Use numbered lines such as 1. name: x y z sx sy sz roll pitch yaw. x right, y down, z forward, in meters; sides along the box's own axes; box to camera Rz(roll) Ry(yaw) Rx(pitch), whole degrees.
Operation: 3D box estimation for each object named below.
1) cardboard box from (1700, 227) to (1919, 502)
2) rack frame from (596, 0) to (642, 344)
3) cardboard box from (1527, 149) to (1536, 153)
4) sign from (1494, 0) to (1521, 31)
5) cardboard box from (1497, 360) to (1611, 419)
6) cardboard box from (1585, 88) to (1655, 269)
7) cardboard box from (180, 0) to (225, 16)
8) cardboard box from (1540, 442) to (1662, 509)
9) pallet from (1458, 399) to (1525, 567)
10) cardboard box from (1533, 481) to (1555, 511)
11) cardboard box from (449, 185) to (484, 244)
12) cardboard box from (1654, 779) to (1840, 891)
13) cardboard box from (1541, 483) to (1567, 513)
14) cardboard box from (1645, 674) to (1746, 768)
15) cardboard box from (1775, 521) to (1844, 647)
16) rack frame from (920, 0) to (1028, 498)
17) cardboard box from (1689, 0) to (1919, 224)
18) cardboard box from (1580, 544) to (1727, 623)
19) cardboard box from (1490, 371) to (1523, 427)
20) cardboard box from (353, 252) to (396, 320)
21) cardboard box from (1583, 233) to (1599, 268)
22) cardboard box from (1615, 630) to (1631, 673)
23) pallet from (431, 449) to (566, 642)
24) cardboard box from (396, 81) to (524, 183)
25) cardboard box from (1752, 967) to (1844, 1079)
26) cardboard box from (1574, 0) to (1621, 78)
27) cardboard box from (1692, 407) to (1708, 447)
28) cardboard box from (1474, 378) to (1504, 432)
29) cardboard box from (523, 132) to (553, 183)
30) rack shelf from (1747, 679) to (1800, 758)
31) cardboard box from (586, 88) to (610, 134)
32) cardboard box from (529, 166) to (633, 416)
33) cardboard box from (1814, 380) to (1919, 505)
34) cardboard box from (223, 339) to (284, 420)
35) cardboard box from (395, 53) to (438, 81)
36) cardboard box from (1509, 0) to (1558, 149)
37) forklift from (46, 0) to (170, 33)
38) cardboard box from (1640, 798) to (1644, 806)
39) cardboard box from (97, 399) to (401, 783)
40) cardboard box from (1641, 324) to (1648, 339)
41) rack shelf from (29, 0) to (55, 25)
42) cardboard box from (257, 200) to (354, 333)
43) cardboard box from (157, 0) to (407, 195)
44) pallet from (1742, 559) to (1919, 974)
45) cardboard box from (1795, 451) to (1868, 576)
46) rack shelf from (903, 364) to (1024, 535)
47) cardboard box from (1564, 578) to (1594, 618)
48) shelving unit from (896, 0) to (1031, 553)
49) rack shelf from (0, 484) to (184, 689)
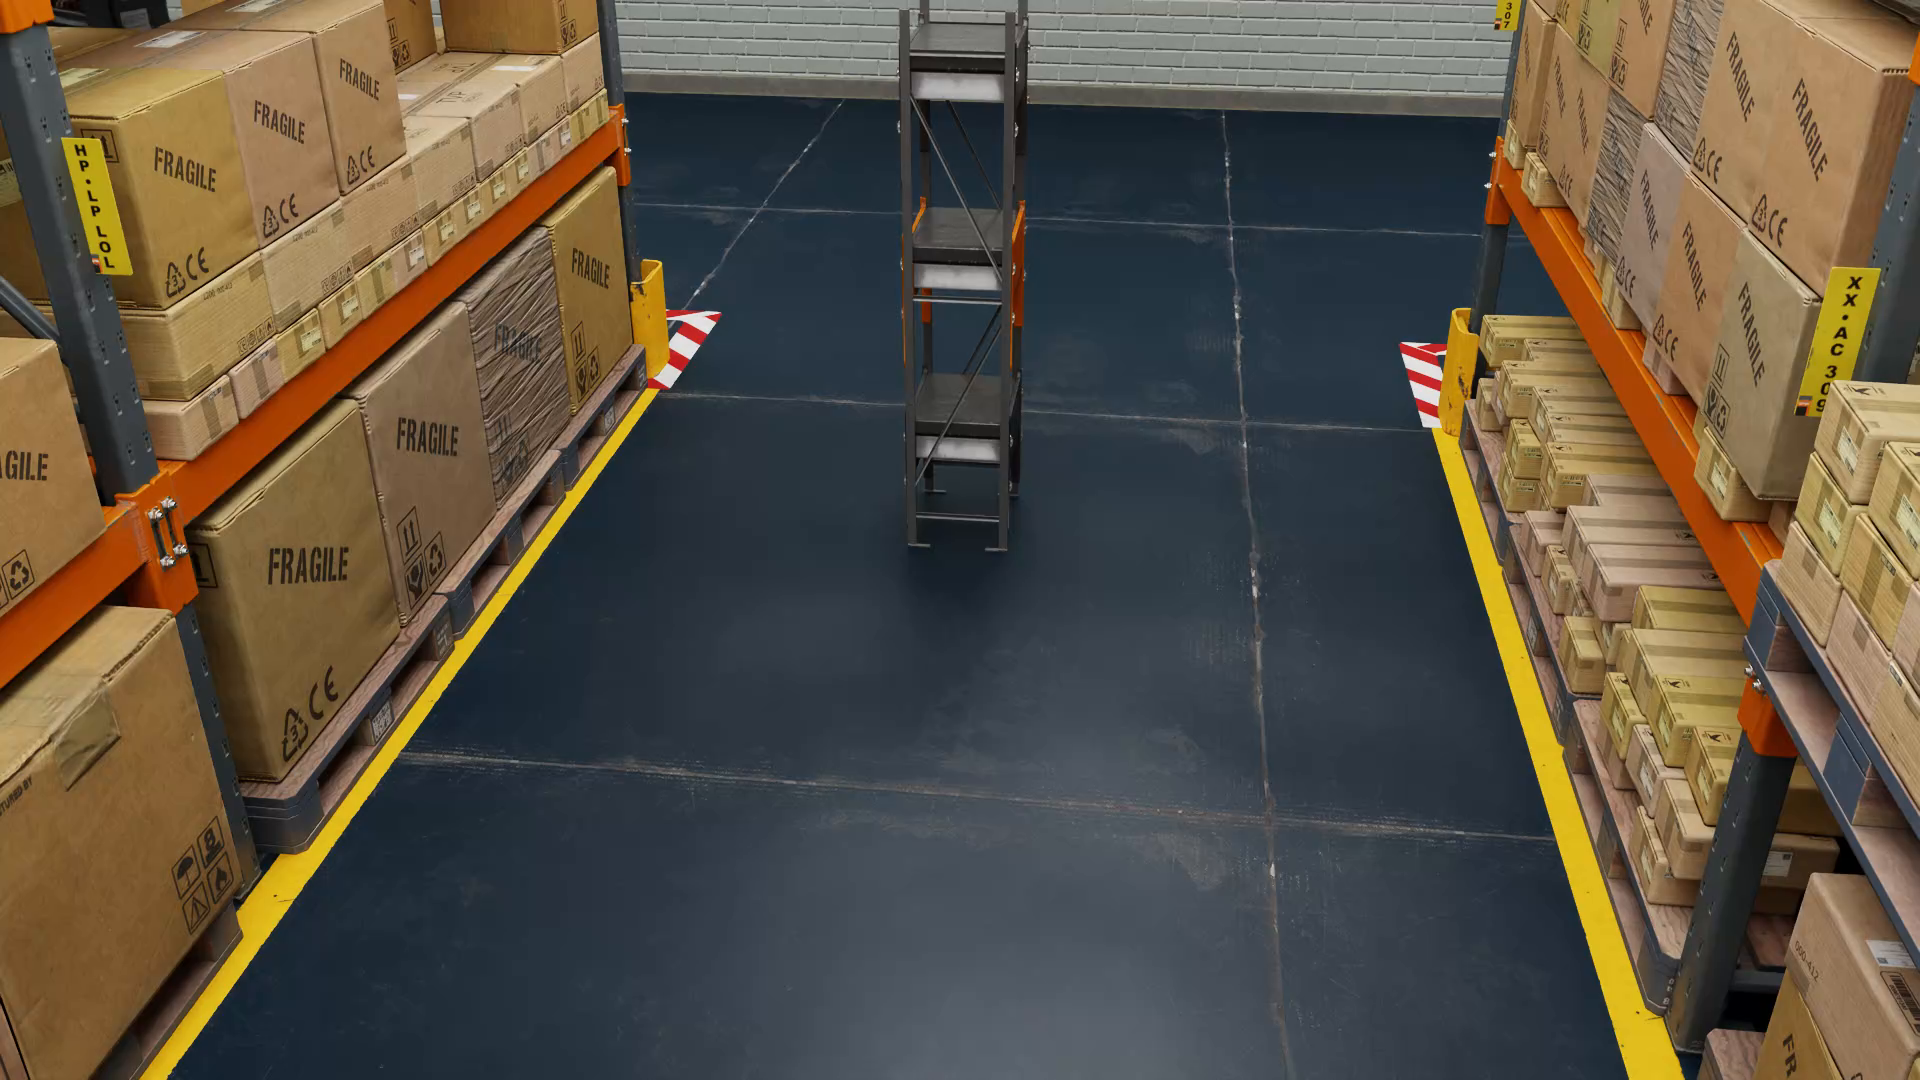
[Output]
1. cardboard box: 2.127 -0.414 3.936 0.500 0.500 0.500 3 28 6
2. rack frame: -2.072 -2.213 7.696 1.000 3.000 0.127 3 28 6
3. cardboard box: 2.483 -1.511 6.657 0.380 0.149 0.250 4 29 8
4. sign: 2.299 -2.290 6.925 0.100 0.325 0.005 3 28 6
5. cardboard box: 2.364 -0.594 6.626 0.380 0.149 0.250 3 28 6
6. cardboard box: 2.339 -1.134 5.273 0.500 0.500 0.500 3 28 5
7. cardboard box: -2.518 -1.919 6.202 0.500 0.500 0.500 3 28 5
8. cardboard box: 2.295 -0.222 5.935 0.380 0.149 0.250 4 29 7
9. pallet: 2.694 -0.234 6.961 1.003 0.211 1.213 3 28 6
10. cardboard box: 2.405 -0.094 6.326 0.380 0.149 0.250 3 29 6
11. cardboard box: -1.977 -1.196 6.073 0.380 0.149 0.250 4 29 7
12. cardboard box: 2.071 0.778 4.393 0.380 0.149 0.250 4 29 7
13. cardboard box: 2.410 -0.216 6.237 0.380 0.149 0.250 2 28 4
14. cardboard box: 2.125 0.509 4.579 0.380 0.149 0.250 4 29 7
15. cardboard box: 1.843 0.090 3.243 0.380 0.149 0.250 2 28 4
16. rack frame: 0.050 -1.117 6.610 0.400 2.100 0.015 3 28 6
17. cardboard box: 2.195 -1.090 4.138 0.500 0.500 0.500 2 28 5
18. cardboard box: 2.199 0.140 5.262 0.380 0.149 0.250 2 28 4
19. cardboard box: 2.429 -0.581 6.915 0.380 0.149 0.250 3 28 6
20. cardboard box: -2.071 -0.832 5.396 0.380 0.149 0.250 3 28 5
21. cardboard box: 2.385 -1.017 5.740 0.380 0.149 0.250 3 28 5
22. cardboard box: 2.235 0.410 5.075 0.380 0.149 0.250 4 29 7
23. pallet: -2.245 -0.032 6.587 1.003 0.211 1.213 3 28 6
24. cardboard box: -1.993 -1.556 6.321 0.500 0.250 0.500 2 28 4
25. cardboard box: 1.994 1.253 3.454 0.500 0.500 0.500 4 29 8
26. cardboard box: 2.378 -1.815 5.484 0.500 0.500 0.500 3 28 5
27. cardboard box: 2.166 -0.282 4.376 0.380 0.149 0.250 4 29 8
28. cardboard box: 2.456 -0.579 7.226 0.380 0.149 0.250 4 29 7
29. cardboard box: -1.883 -1.557 6.743 0.380 0.149 0.250 4 29 7
30. rack shelf: 2.103 1.264 2.001 1.077 0.370 4.000 3 28 6
31. cardboard box: -1.789 -1.916 7.409 0.380 0.149 0.250 4 29 7
32. cardboard box: -2.071 -1.157 7.532 0.875 0.875 0.875 3 28 6
33. cardboard box: 1.843 -0.172 3.102 0.380 0.149 0.250 5 29 9
34. cardboard box: -2.164 -0.463 4.712 0.380 0.149 0.250 2 28 5
35. cardboard box: -2.456 -1.823 6.815 0.500 0.250 0.500 3 28 6
36. cardboard box: 2.509 -1.857 6.616 0.500 0.500 0.500 5 29 9
37. forklift: -4.720 -2.399 8.112 1.130 2.935 3.031 17 33 28
38. cardboard box: 2.172 0.754 4.751 0.380 0.149 0.250 4 29 8
39. cardboard box: -2.402 0.114 5.173 0.875 0.875 0.875 3 28 6
40. cardboard box: 2.310 -0.648 5.055 0.380 0.149 0.250 3 28 5
41. rack shelf: -2.317 -2.276 5.407 1.077 0.370 4.000 3 28 6
42. cardboard box: -2.179 -0.835 4.982 0.500 0.250 0.500 3 28 6
43. cardboard box: -2.123 -1.413 5.263 0.500 0.500 0.500 2 28 5
44. pallet: 2.110 0.441 2.971 1.003 0.211 1.213 3 28 6
45. cardboard box: 1.843 -0.041 3.172 0.380 0.149 0.250 4 29 7
46. rack shelf: 0.020 -0.374 6.735 0.431 0.518 0.480 3 28 6
47. cardboard box: 2.283 0.265 5.658 0.380 0.149 0.250 4 29 7
48. shelving unit: 0.020 -1.002 6.397 0.431 2.100 0.503 3 28 6
49. rack shelf: -2.808 0.928 2.624 1.077 0.370 4.000 3 28 6
